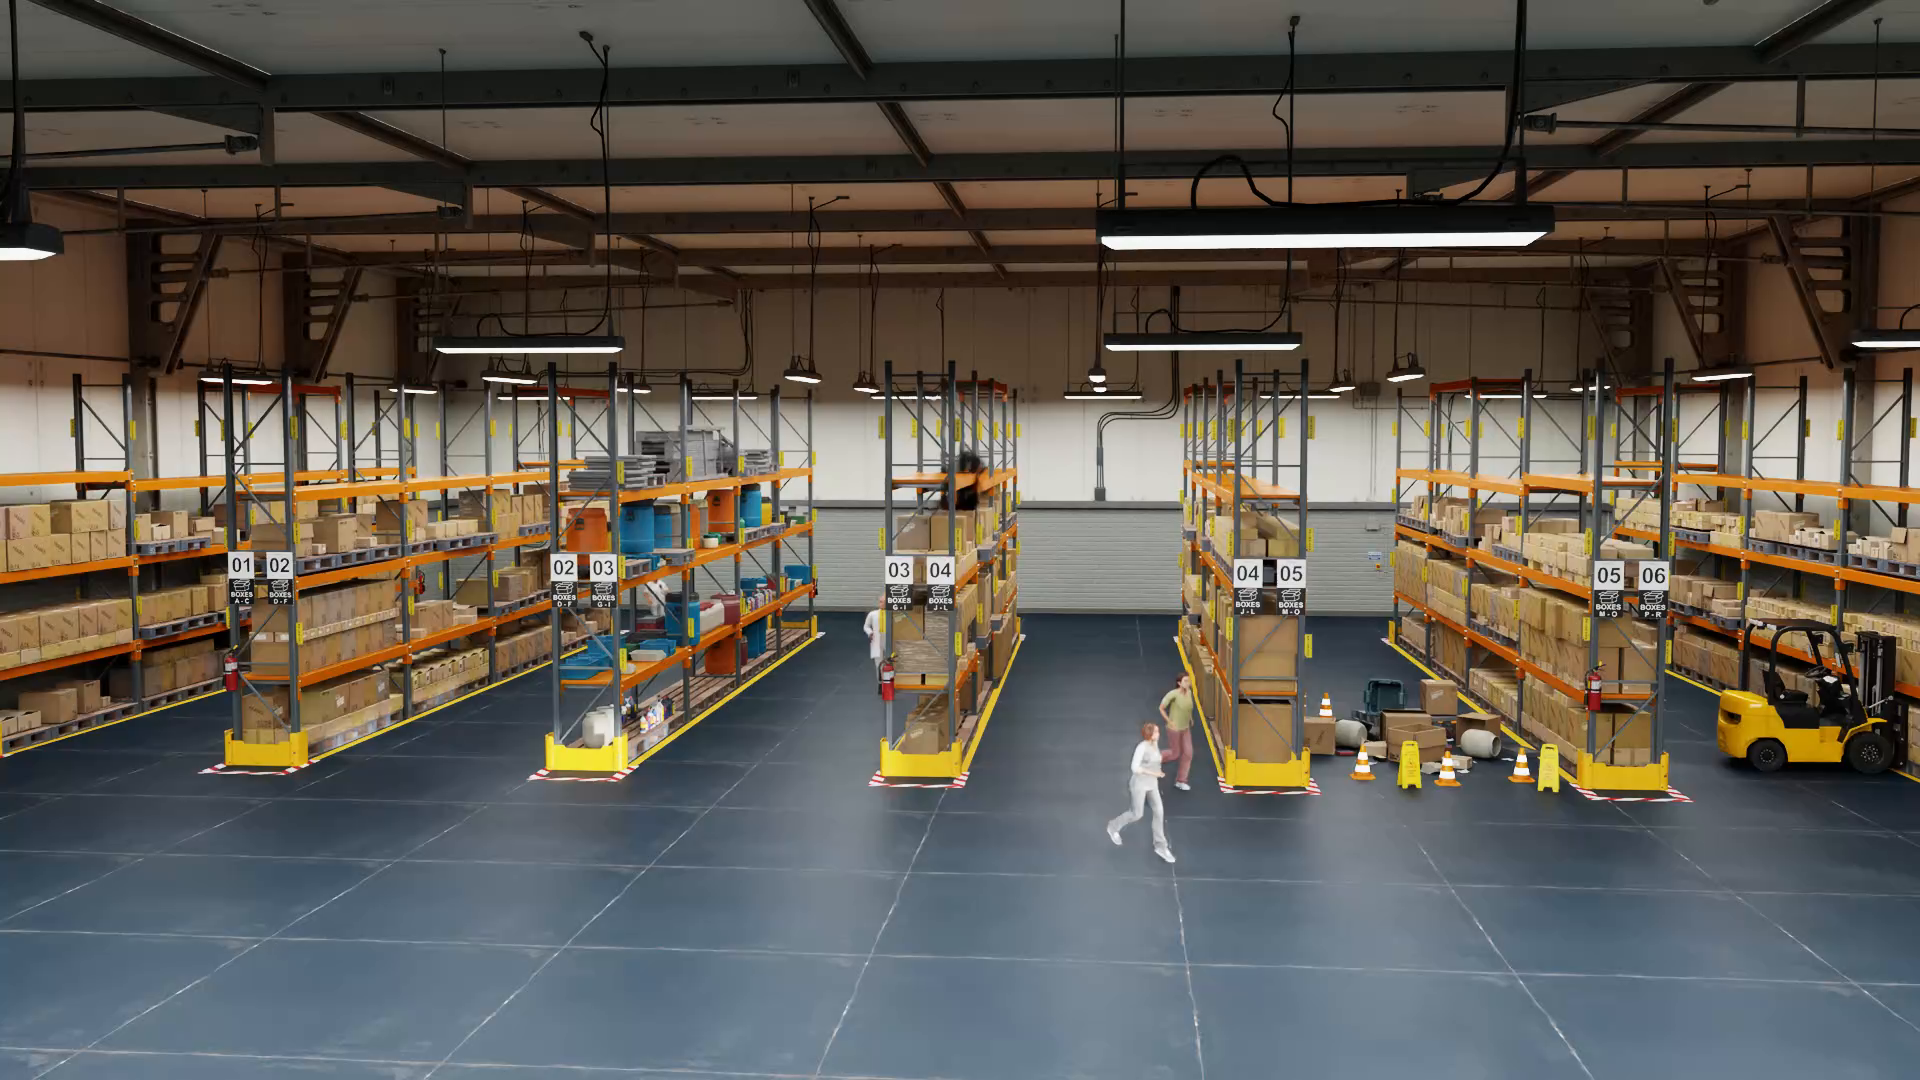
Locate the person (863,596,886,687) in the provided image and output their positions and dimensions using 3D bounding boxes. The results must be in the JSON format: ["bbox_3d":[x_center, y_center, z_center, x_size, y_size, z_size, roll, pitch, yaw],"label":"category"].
[{"bbox_3d":[-1.383,1.894,29.875,0.705,1.755,0.618,0,4,-2],"label":"person"}]

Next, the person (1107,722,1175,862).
[{"bbox_3d":[2.133,2.922,19.540,0.931,1.597,0.553,3,5,37],"label":"person"}]

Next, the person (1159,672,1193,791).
[{"bbox_3d":[3.043,2.656,23.438,0.591,1.630,0.831,-3,5,-37],"label":"person"}]

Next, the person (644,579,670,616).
[{"bbox_3d":[-7.324,1.563,40.186,0.625,1.609,0.587,-1,4,-9],"label":"person"}]
